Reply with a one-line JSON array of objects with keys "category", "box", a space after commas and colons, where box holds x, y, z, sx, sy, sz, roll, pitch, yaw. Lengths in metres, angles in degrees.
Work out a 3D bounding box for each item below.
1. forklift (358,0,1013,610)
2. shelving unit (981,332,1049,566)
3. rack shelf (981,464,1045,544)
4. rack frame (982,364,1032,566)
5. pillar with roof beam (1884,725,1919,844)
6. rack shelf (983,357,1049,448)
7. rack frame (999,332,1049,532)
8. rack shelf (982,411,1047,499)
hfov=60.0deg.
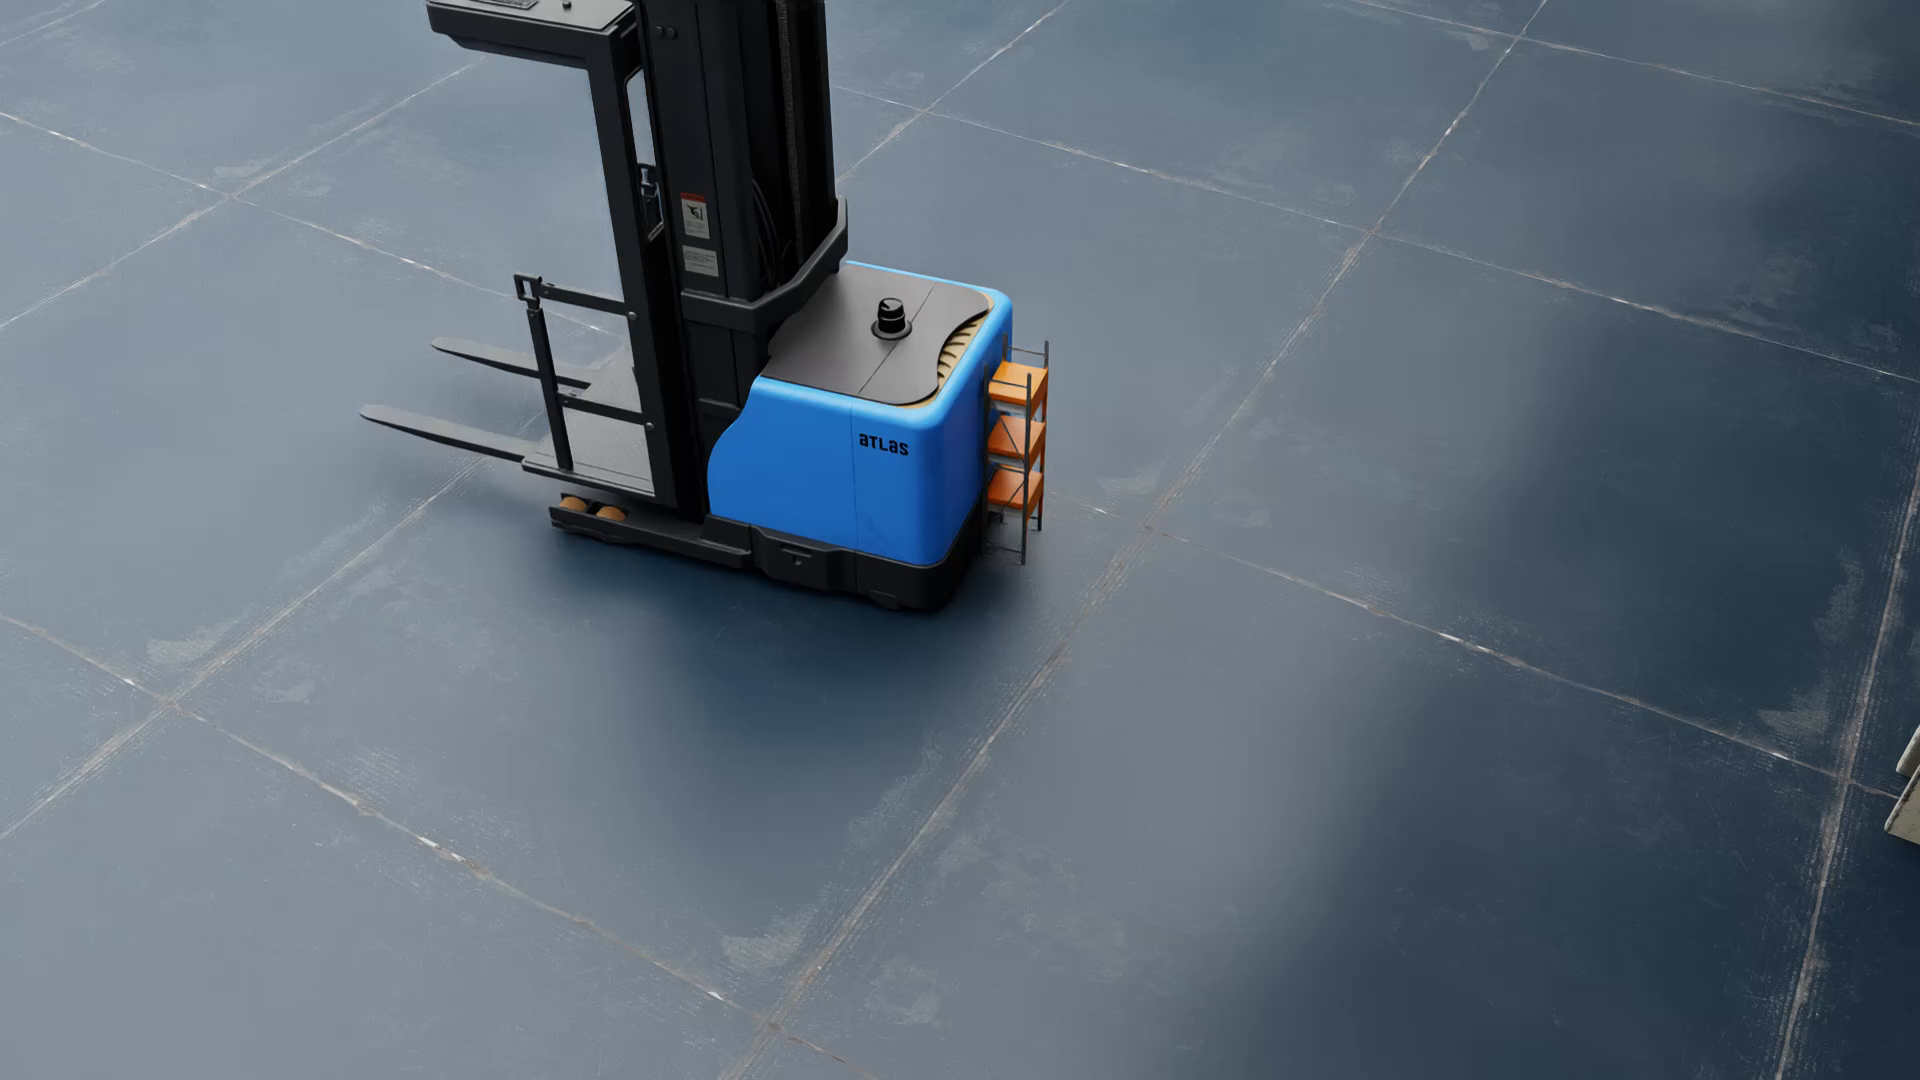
[{"category": "forklift", "box": [-1.331, -1.399, 6.937, 3.031, 2.935, 1.130, 14, 43, 15]}, {"category": "shelving unit", "box": [0.236, -0.378, 7.200, 0.215, 1.050, 0.252, 13, 43, 14]}, {"category": "rack shelf", "box": [0.236, -0.161, 7.391, 0.215, 0.259, 0.240, 13, 43, 14]}, {"category": "rack frame", "box": [0.195, -0.302, 7.114, 0.200, 1.050, 0.008, 13, 43, 14]}, {"category": "pillar with roof beam", "box": [0.013, -3.758, 5.024, 9.100, 9.000, 0.400, 21, 45, 22]}, {"category": "rack shelf", "box": [0.236, -0.583, 7.020, 0.215, 0.259, 0.240, 13, 43, 14]}, {"category": "rack frame", "box": [0.276, -0.454, 7.287, 0.200, 1.050, 0.008, 13, 43, 14]}, {"category": "rack shelf", "box": [0.236, -0.370, 7.207, 0.215, 0.259, 0.240, 13, 43, 14]}]
